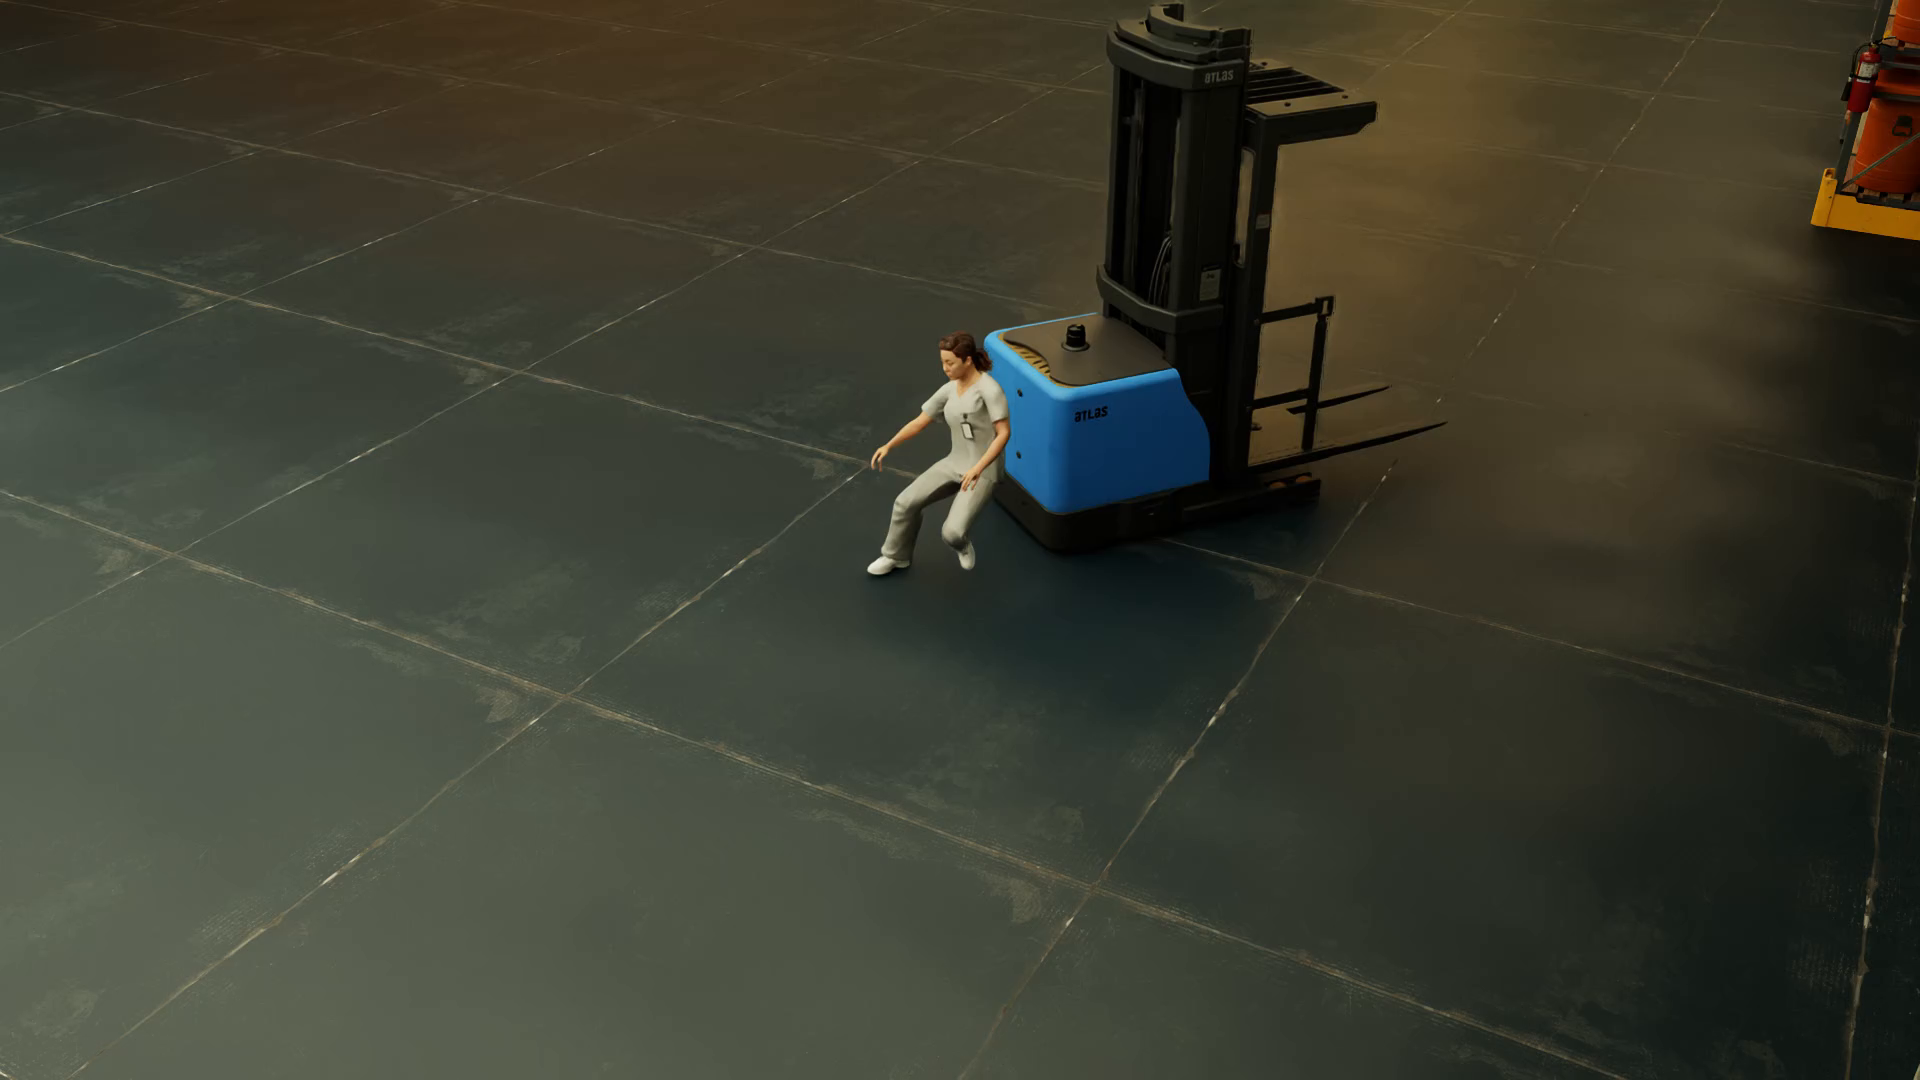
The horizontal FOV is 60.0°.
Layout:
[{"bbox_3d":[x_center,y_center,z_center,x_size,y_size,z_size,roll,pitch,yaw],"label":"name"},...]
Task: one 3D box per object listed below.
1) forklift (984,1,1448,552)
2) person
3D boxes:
[{"bbox_3d":[1.691,-1.688,9.996,3.031,2.935,1.130,-13,32,-21],"label":"forklift"},{"bbox_3d":[-0.106,-0.402,9.189,0.713,1.507,0.756,-23,37,-34],"label":"person"}]
